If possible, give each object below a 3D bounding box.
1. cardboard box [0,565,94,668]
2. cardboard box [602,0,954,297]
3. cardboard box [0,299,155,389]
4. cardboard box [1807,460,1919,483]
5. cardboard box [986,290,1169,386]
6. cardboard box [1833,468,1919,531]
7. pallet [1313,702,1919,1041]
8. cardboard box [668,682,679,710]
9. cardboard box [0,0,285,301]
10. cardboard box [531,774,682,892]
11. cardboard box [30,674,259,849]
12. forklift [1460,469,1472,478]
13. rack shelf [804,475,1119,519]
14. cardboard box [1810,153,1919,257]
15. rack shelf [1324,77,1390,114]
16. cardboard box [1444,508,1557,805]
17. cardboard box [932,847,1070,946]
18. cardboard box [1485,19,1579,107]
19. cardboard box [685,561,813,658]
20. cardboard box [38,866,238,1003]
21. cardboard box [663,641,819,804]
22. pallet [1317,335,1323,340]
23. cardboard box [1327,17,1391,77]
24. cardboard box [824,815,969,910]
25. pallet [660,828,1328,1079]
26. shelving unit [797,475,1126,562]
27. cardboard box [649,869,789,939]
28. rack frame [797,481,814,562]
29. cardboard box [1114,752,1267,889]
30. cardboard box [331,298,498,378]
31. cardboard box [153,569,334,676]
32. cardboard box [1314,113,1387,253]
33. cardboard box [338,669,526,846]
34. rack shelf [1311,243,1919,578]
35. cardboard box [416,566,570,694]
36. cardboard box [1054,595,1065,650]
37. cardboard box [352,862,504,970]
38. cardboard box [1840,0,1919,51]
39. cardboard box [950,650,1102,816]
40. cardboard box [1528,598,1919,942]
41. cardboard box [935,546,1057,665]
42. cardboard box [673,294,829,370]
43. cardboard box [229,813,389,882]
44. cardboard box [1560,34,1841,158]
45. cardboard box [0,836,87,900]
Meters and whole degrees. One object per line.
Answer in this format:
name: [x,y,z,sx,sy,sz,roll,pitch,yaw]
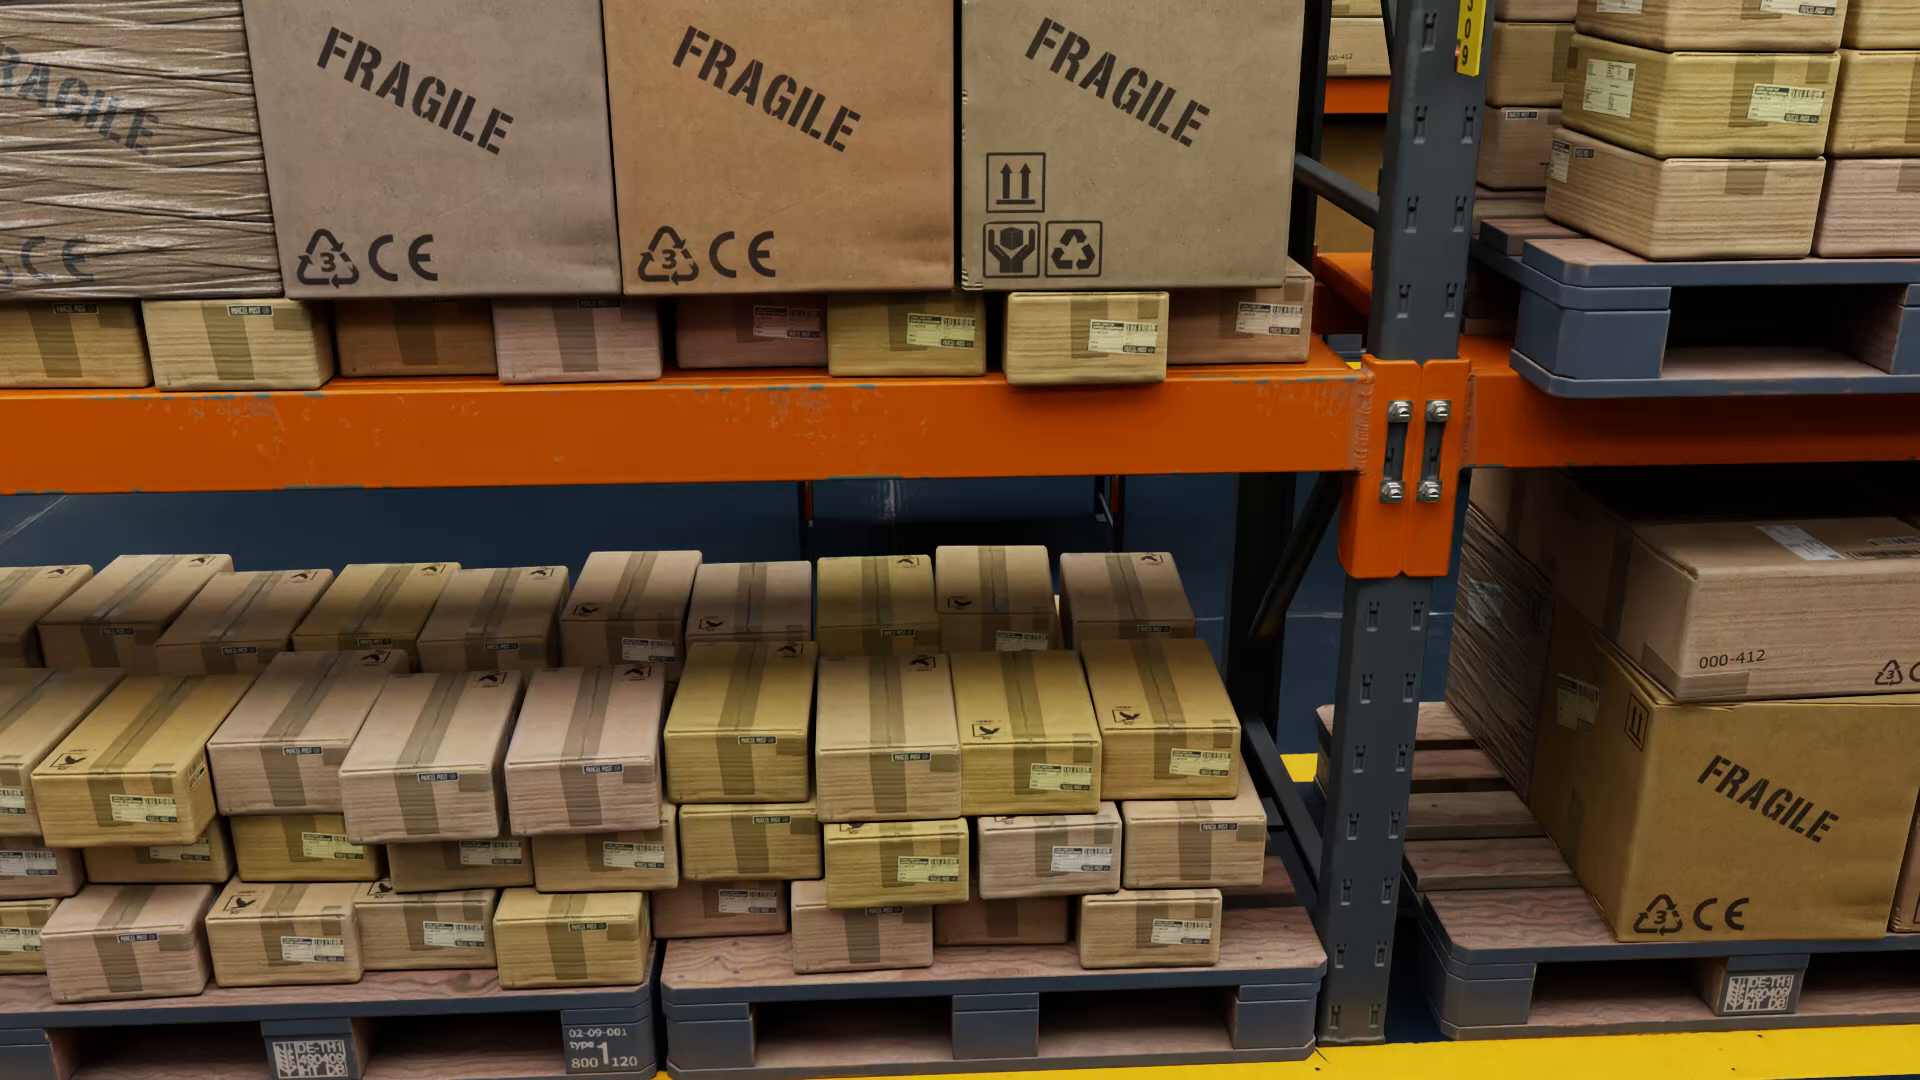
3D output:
cardboard box: [-2.006,0.192,3.481,0.250,0.149,0.380,-2,21,-5]
cardboard box: [-0.279,-0.694,2.669,0.500,0.500,0.500,-2,21,-5]
cardboard box: [-1.391,-0.370,2.729,0.250,0.149,0.380,0,21,-1]
cardboard box: [1.949,-0.118,3.583,0.500,0.250,0.500,0,21,0]
cardboard box: [0.183,-0.378,2.751,0.250,0.149,0.380,-2,21,-4]
cardboard box: [1.991,0.060,3.116,0.500,0.250,0.500,-1,21,-2]
pallet: [1.483,0.658,3.595,1.213,0.211,1.003,-1,21,-3]
cardboard box: [-0.708,0.319,3.566,0.250,0.149,0.380,0,21,-1]
cardboard box: [-1.292,-0.682,2.637,0.500,0.500,0.500,-2,21,-4]
cardboard box: [-0.635,0.492,3.111,0.250,0.149,0.380,-1,21,-2]
cardboard box: [-1.432,0.387,2.969,0.250,0.149,0.380,-1,21,-2]
forklift: [3.354,-1.576,5.642,3.031,2.935,1.130,-3,21,-8]
rack shelf: [-0.007,-0.297,5.507,1.000,0.278,0.538,-1,21,-3]
cardboard box: [1.402,-0.560,2.638,0.250,0.149,0.380,-1,21,-2]
rack shelf: [2.319,-2.089,7.904,4.000,0.370,1.077,-1,21,-3]
cardboard box: [1.431,0.239,3.700,0.500,0.500,0.500,-2,21,-4]
cardboard box: [0.070,0.612,3.214,0.250,0.149,0.380,-1,21,-2]
cardboard box: [1.092,-0.924,3.178,0.250,0.149,0.380,-1,21,-1]
cardboard box: [-0.437,0.184,3.503,0.250,0.149,0.380,-2,21,-4]
cardboard box: [-1.477,0.671,3.060,0.250,0.149,0.380,-2,21,-6]
cardboard box: [-0.399,0.334,3.109,0.250,0.149,0.380,0,21,-1]
pallet: [1.089,-1.124,8.277,1.213,0.211,1.003,-1,21,-3]
cardboard box: [1.806,-2.246,7.514,0.500,0.250,0.500,-1,21,-3]
cardboard box: [-0.126,0.510,3.065,0.250,0.149,0.380,-2,21,-5]
pallet: [0.038,0.701,3.483,1.213,0.211,1.003,-1,21,-3]
shelving unit: [-0.007,-0.526,5.420,1.048,1.125,0.538,-1,21,-3]
cardboard box: [-0.460,0.603,3.239,0.250,0.149,0.380,-2,21,-4]
rack frame: [-0.514,-0.515,5.393,0.032,1.125,0.500,-1,21,-3]
cardboard box: [0.410,0.488,3.122,0.250,0.149,0.380,-1,21,-2]
cardboard box: [-0.872,-0.395,2.796,0.250,0.149,0.380,-1,21,-4]
cardboard box: [-1.471,0.201,3.457,0.250,0.149,0.380,-2,21,-5]
cardboard box: [1.839,-1.650,8.135,0.875,0.875,0.875,-1,21,-1]
cardboard box: [-0.932,0.382,2.982,0.250,0.149,0.380,-2,21,-5]
rack shelf: [2.703,-0.333,3.290,4.000,0.370,1.077,-1,21,-3]
cardboard box: [-0.963,0.195,3.474,0.250,0.149,0.380,-2,21,-5]
cardboard box: [0.326,0.262,3.715,0.250,0.149,0.380,0,21,-1]
cardboard box: [-0.963,0.639,3.143,0.250,0.149,0.380,-1,21,-2]
cardboard box: [1.404,-0.838,2.532,0.250,0.149,0.380,-1,21,-2]
cardboard box: [0.113,0.349,3.070,0.250,0.149,0.380,-1,21,-2]
cardboard box: [1.459,0.423,3.218,0.500,0.500,0.500,0,21,-1]
cardboard box: [0.072,0.148,3.598,0.250,0.149,0.380,0,21,0]
cardboard box: [-0.348,-0.413,2.843,0.250,0.149,0.380,-2,21,-5]
cardboard box: [-1.173,0.481,3.141,0.250,0.149,0.380,0,21,-1]
cardboard box: [1.126,-0.691,2.565,0.250,0.149,0.380,-1,21,-2]
cardboard box: [-1.712,0.503,3.083,0.250,0.149,0.380,-2,21,-6]
